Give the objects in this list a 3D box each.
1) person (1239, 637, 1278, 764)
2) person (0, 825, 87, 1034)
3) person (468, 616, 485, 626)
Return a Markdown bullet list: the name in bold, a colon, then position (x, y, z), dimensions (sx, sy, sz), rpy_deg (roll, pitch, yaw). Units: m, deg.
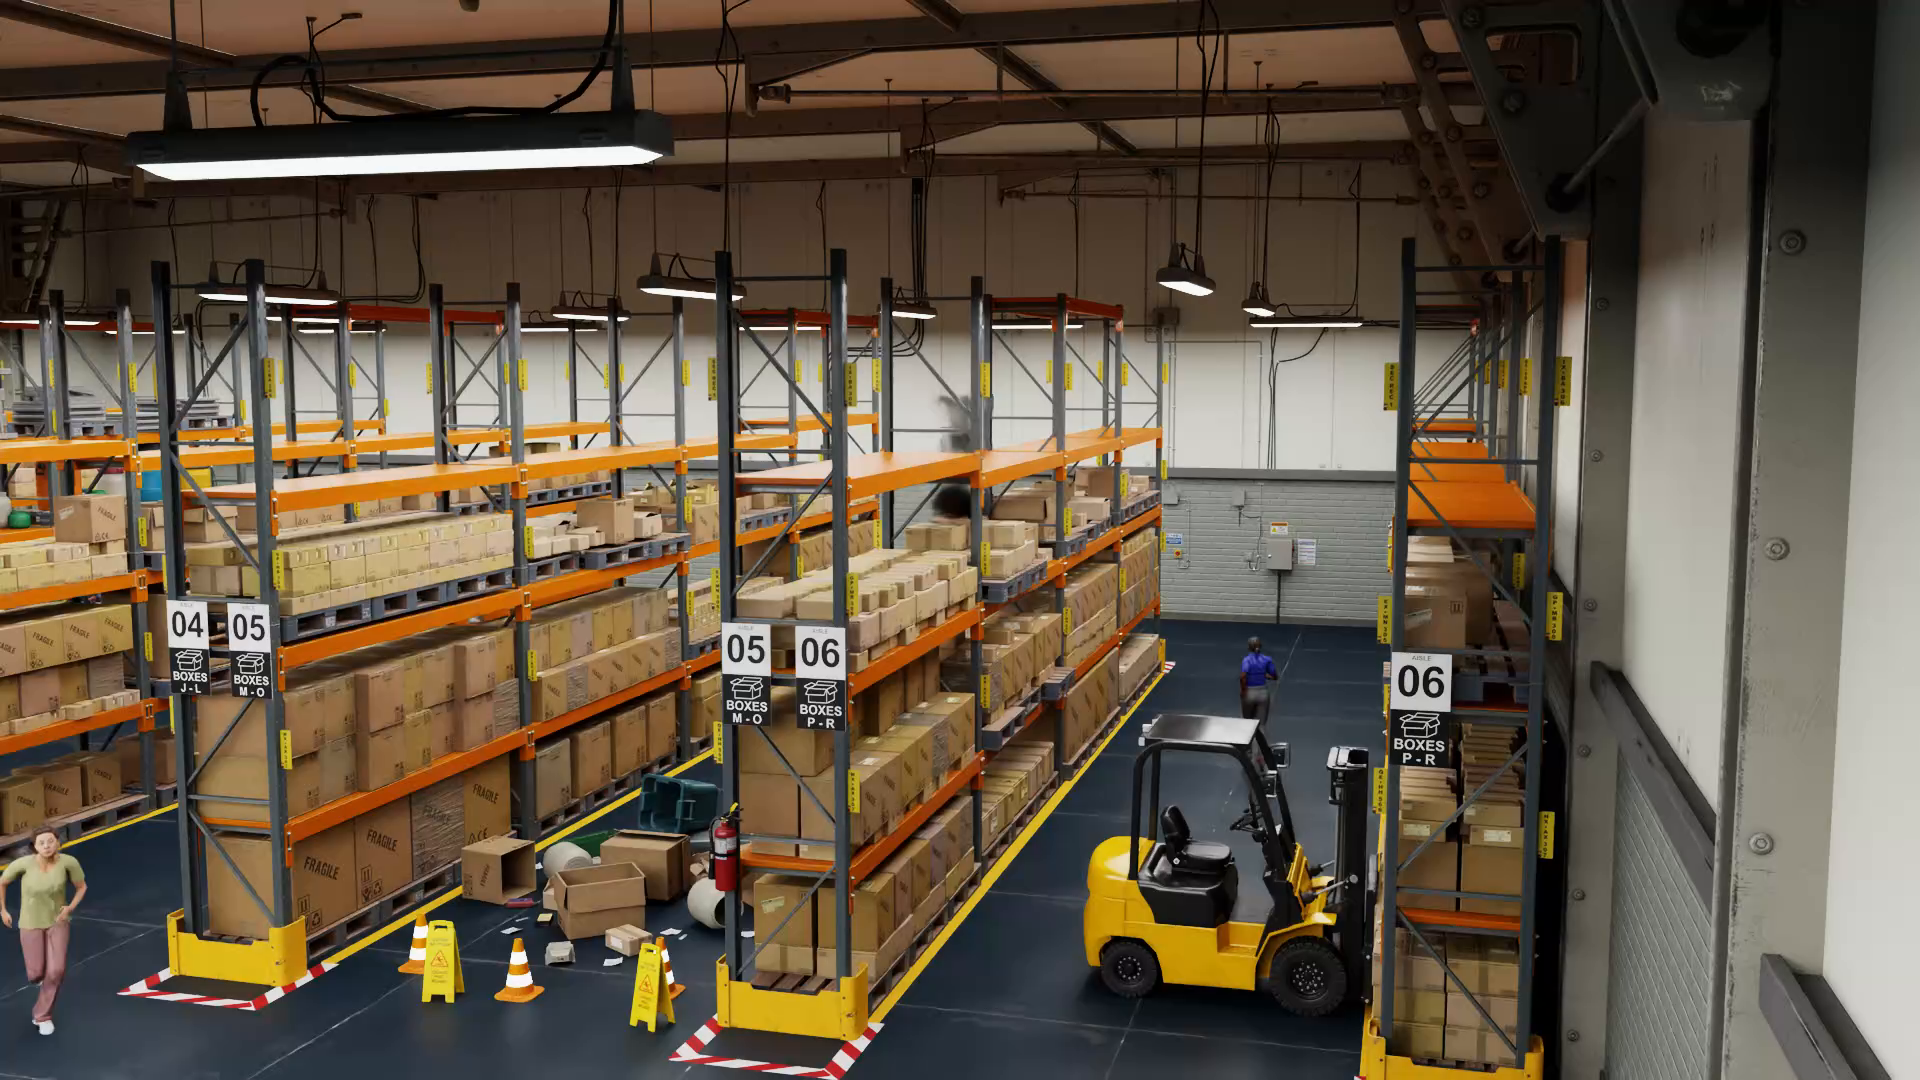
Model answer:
- **person**: position (3.825, 2.128, 21.393), dimensions (0.559, 1.607, 0.860), rpy_deg (0, 6, -3)
- **person**: position (-7.163, 3.011, 13.010), dimensions (0.615, 1.622, 0.657), rpy_deg (-4, 7, -31)
- **person**: position (-6.869, 1.859, 23.628), dimensions (0.586, 1.667, 0.565), rpy_deg (1, 6, 11)
